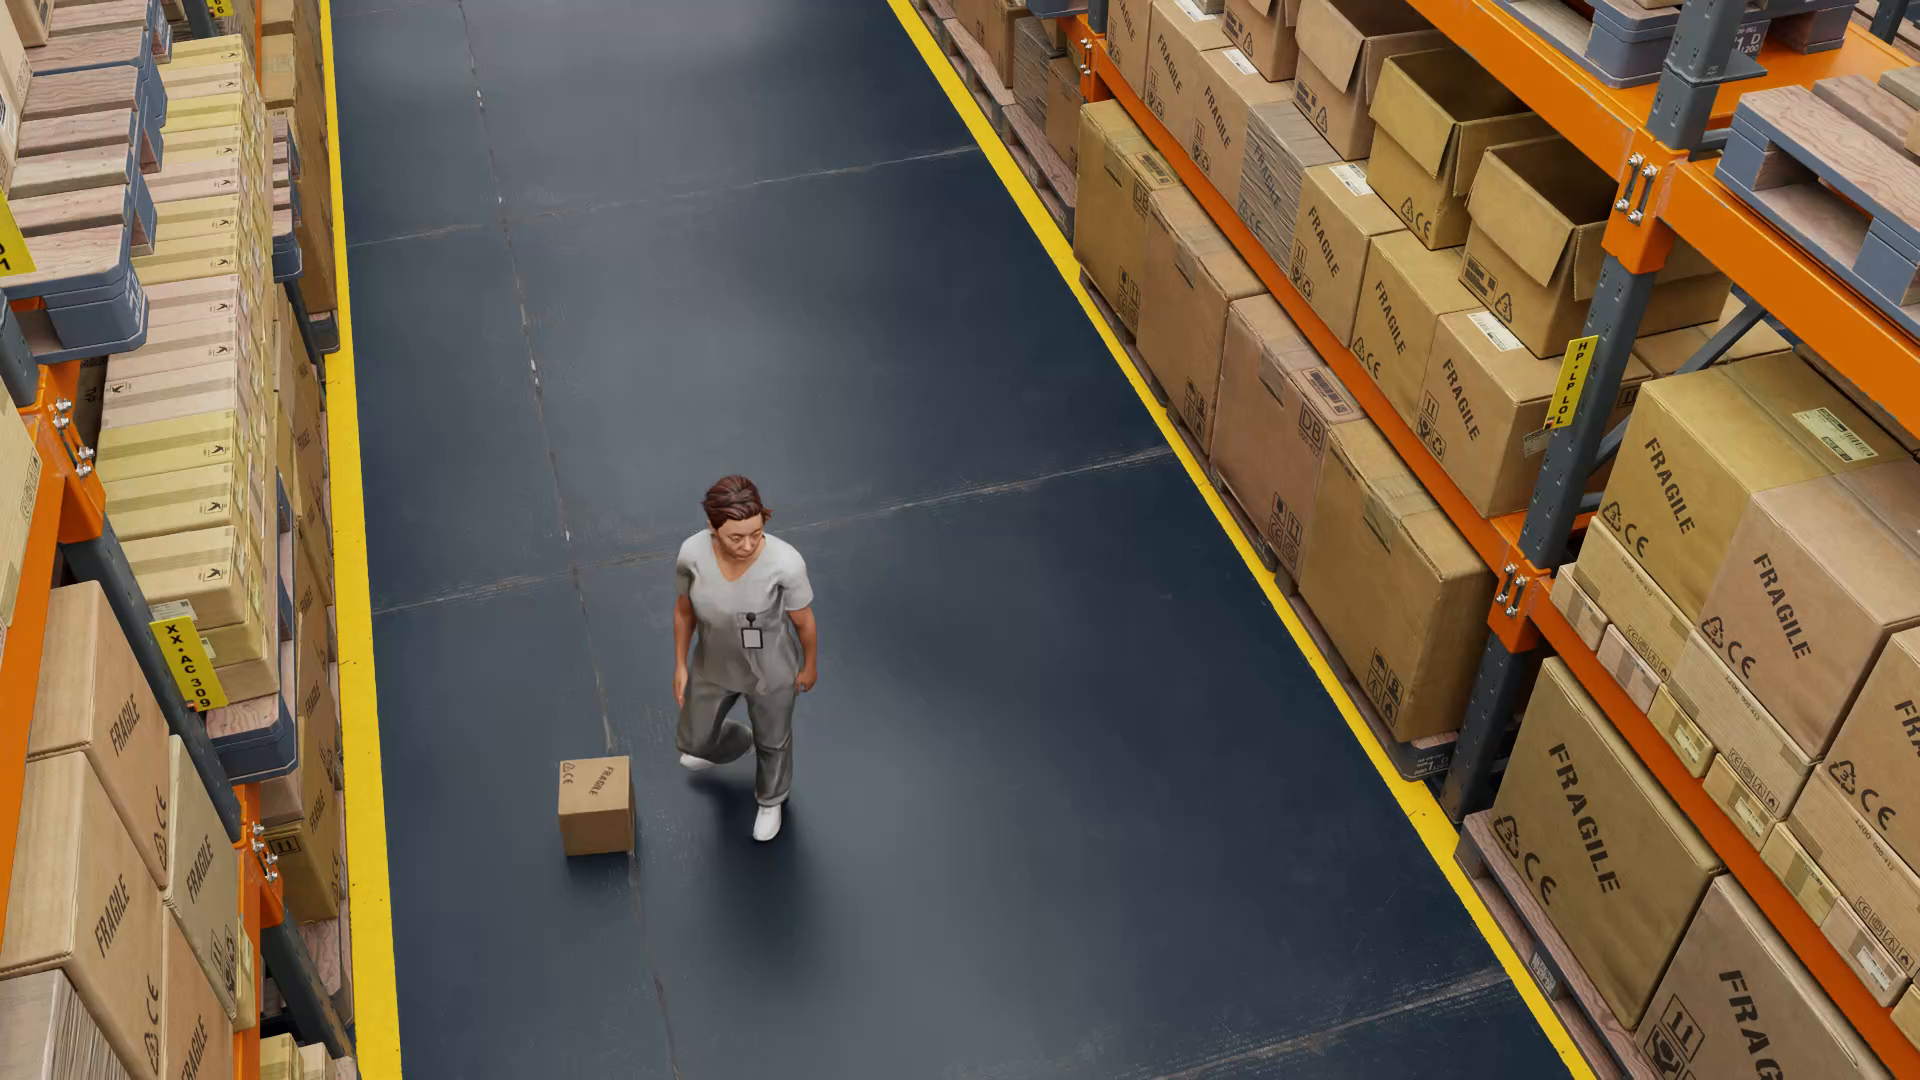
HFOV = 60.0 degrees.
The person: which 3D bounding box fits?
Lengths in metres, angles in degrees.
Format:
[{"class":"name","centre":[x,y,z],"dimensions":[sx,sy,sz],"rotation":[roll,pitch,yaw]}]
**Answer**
[{"class":"person","centre":[-0.778,0.385,5.715],"dimensions":[0.631,1.667,0.440],"rotation":[9,43,10]}]
